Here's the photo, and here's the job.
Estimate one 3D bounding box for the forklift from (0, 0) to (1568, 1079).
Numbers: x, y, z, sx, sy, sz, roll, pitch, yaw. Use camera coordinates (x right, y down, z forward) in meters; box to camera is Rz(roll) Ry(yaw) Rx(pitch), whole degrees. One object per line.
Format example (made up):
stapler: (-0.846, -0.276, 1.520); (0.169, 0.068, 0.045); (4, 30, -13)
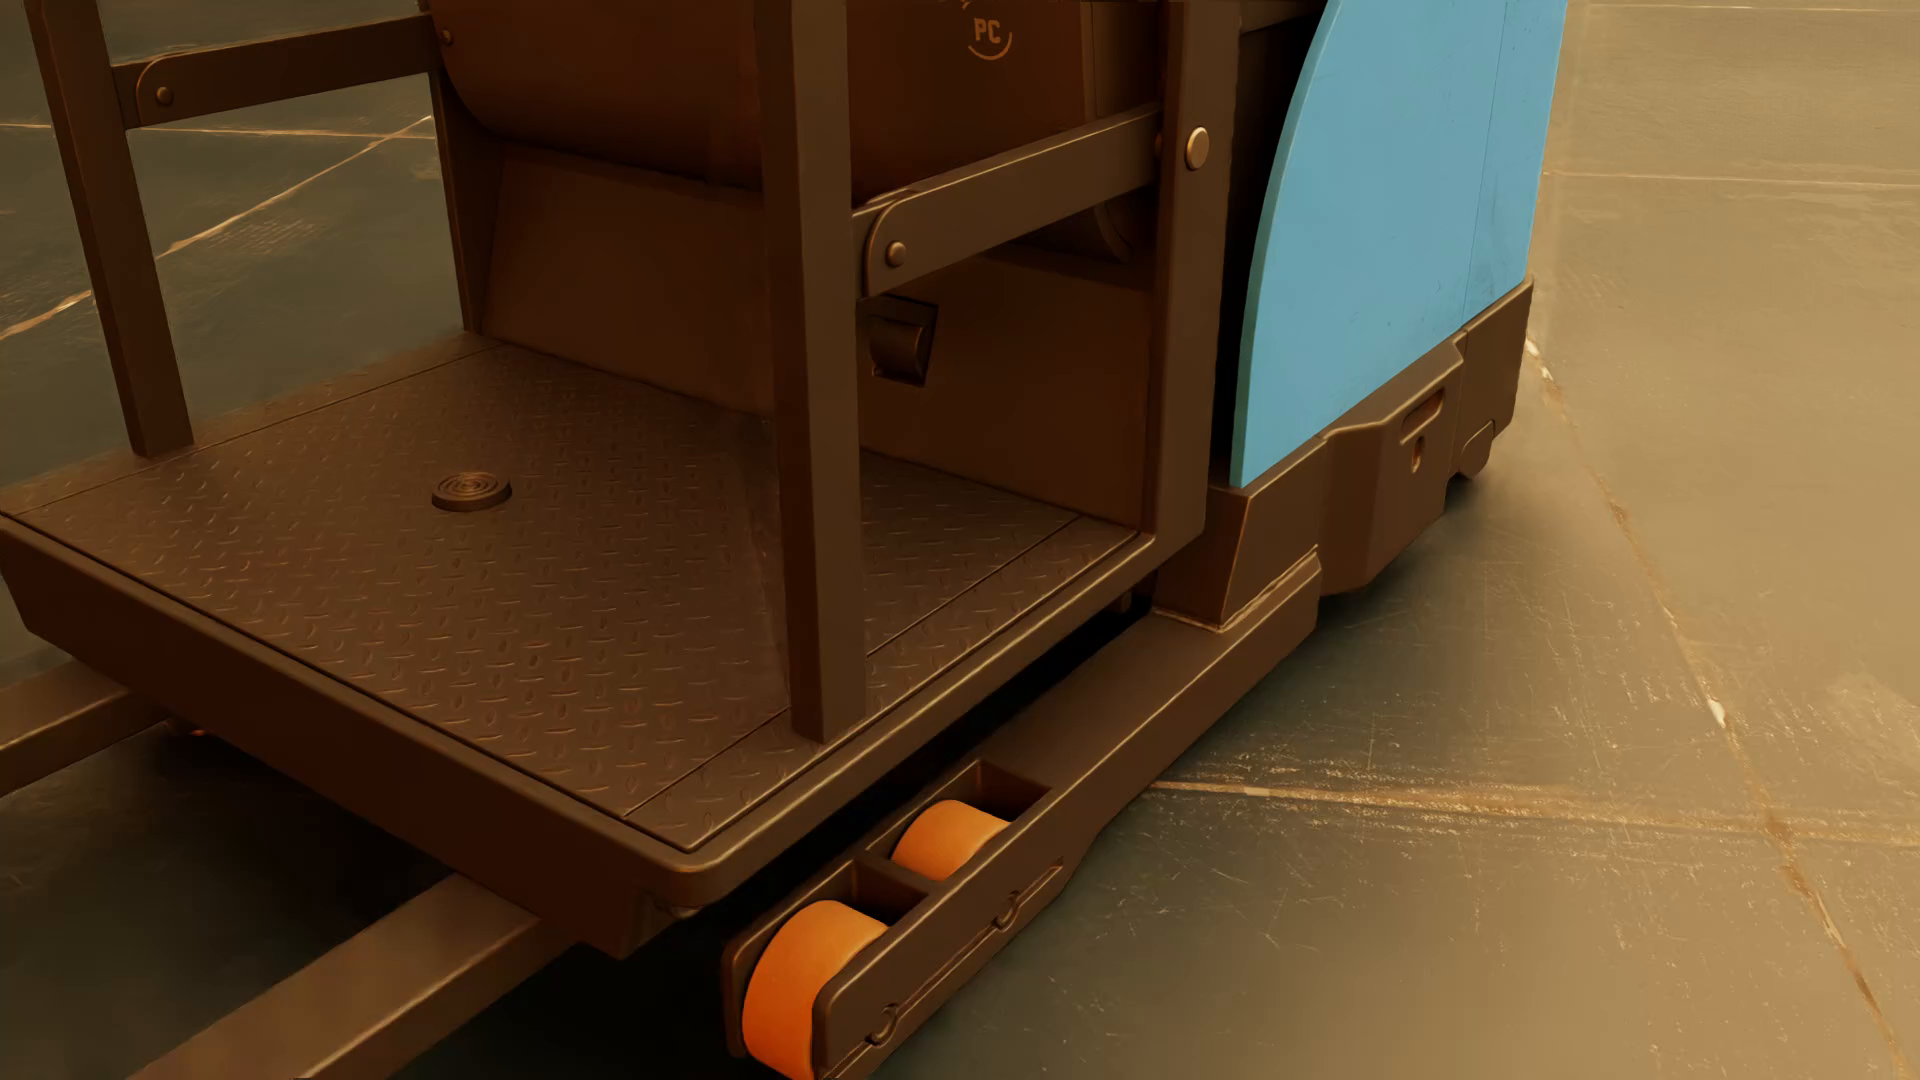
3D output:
forklift: (-0.355, -1.060, 1.342); (1.130, 2.935, 3.031); (18, 32, 32)
